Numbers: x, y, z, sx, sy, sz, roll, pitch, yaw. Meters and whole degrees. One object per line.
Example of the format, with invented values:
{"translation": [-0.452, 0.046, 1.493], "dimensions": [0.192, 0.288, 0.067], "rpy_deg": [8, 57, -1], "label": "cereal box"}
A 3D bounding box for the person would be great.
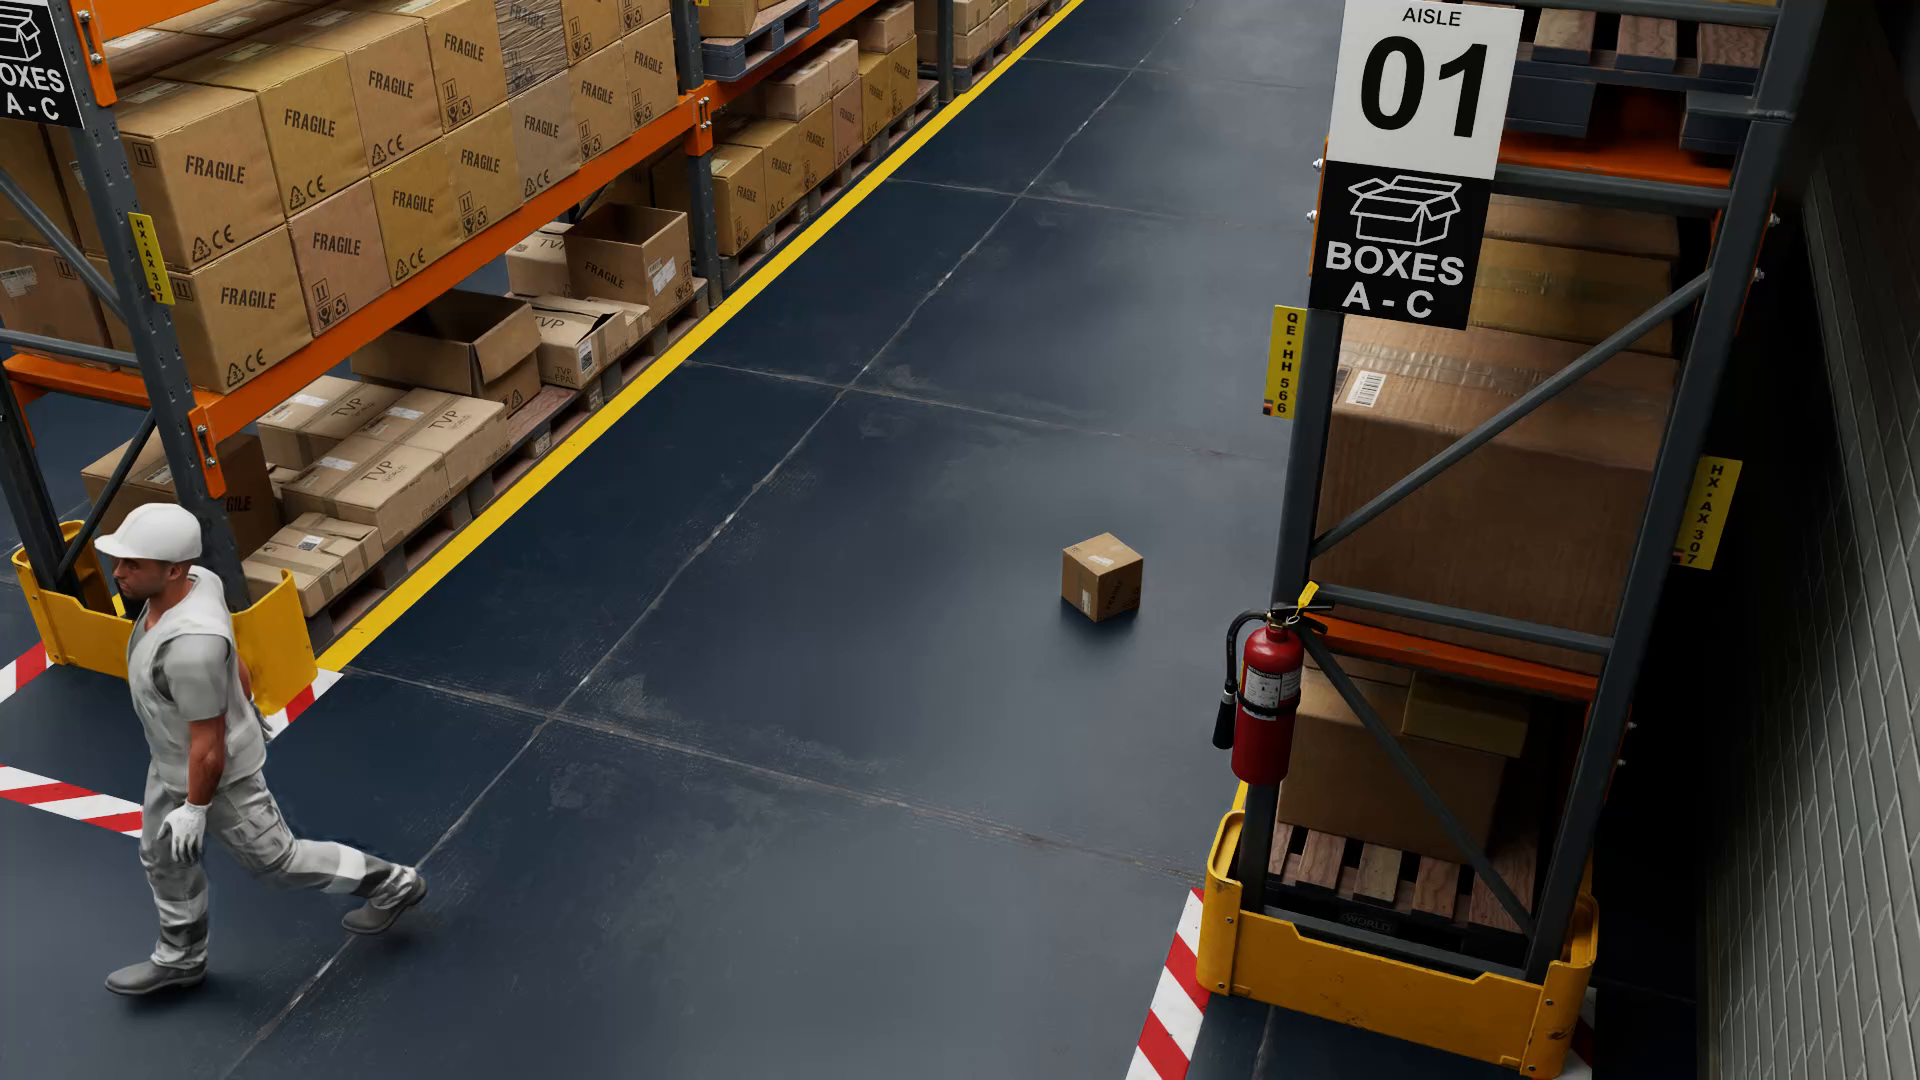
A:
{"translation": [-2.280, 0.671, 5.086], "dimensions": [1.012, 1.754, 0.581], "rpy_deg": [-18, 37, -26], "label": "person"}
